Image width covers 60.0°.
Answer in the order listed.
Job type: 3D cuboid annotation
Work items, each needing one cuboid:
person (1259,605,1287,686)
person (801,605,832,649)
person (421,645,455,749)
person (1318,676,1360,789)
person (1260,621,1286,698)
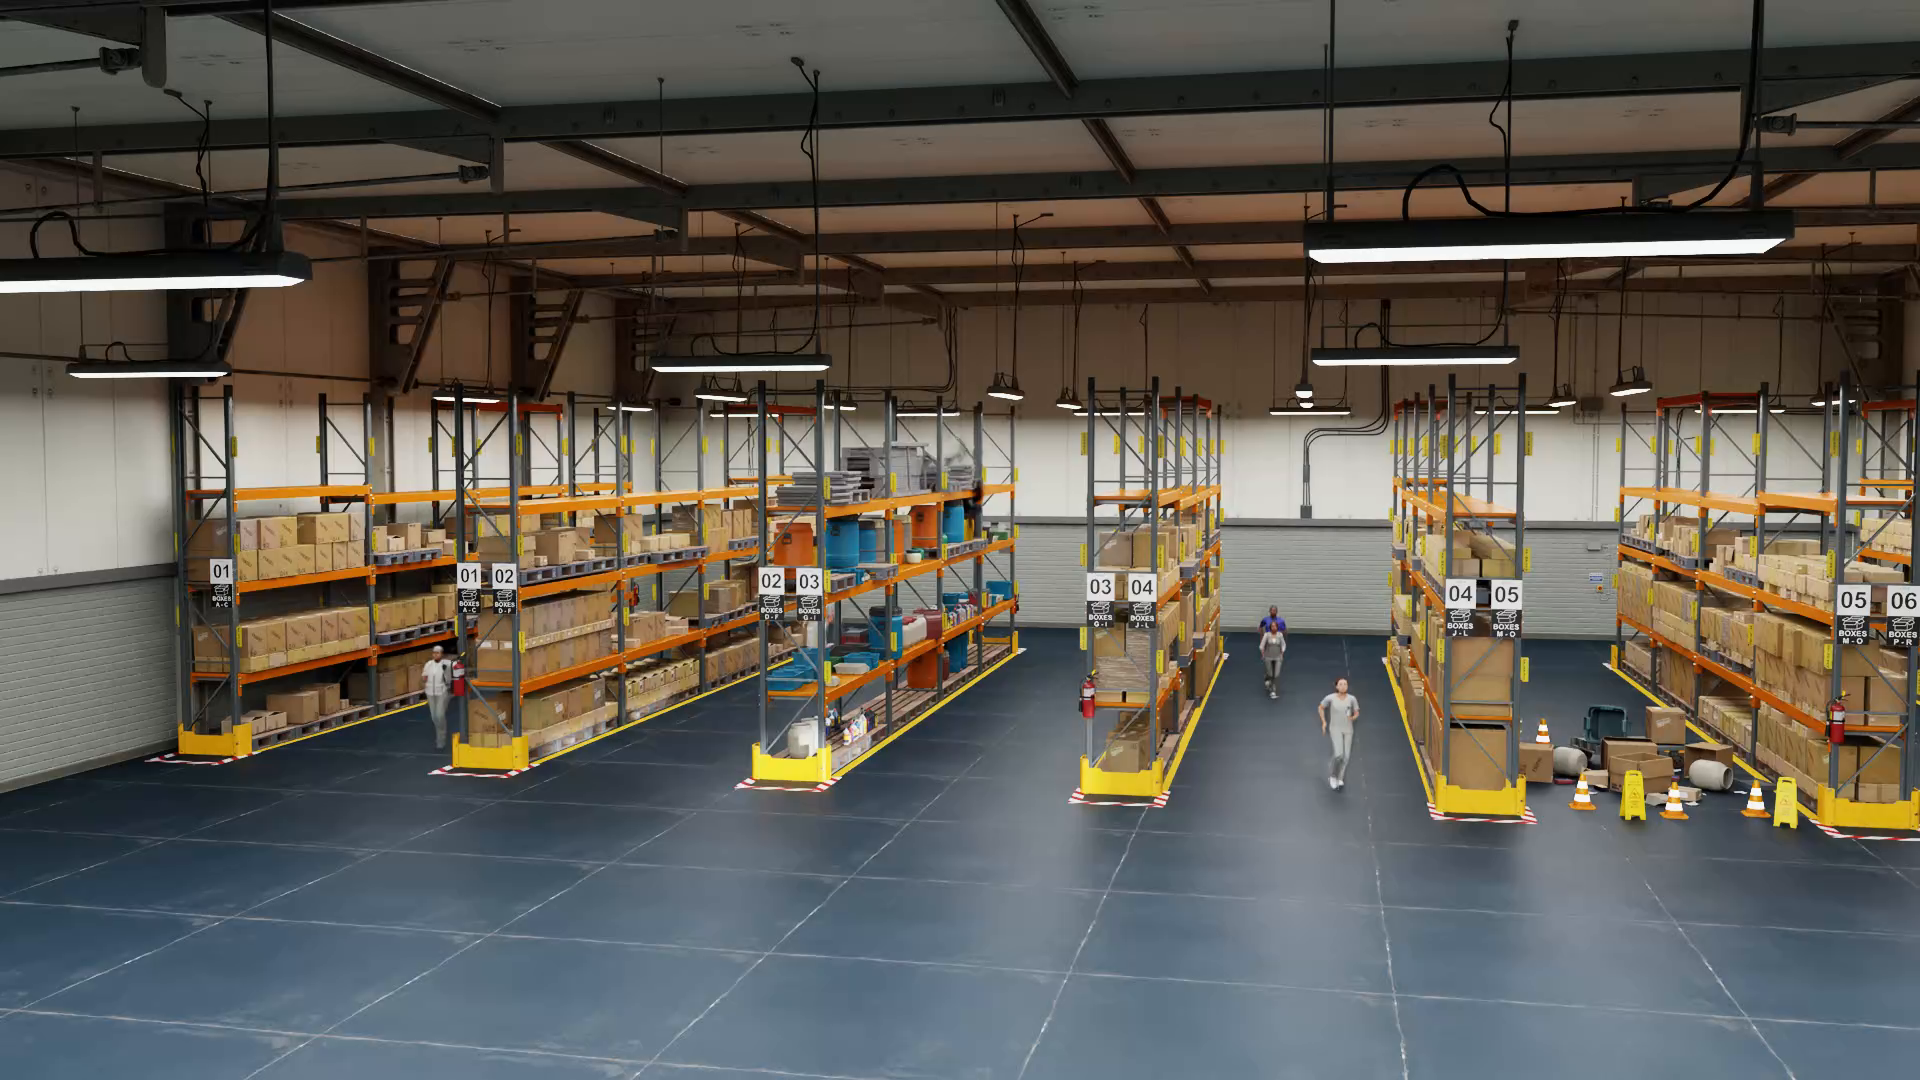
[{"bbox_3d":[6.588,2.195,35.018,0.575,1.644,0.921,0,3,8],"label":"person"},{"bbox_3d":[-2.987,1.911,34.416,0.651,1.752,0.567,0,3,2],"label":"person"},{"bbox_3d":[-8.709,2.619,27.787,0.585,1.719,0.708,0,3,8],"label":"person"},{"bbox_3d":[5.545,2.808,24.216,0.545,1.638,0.641,0,3,-2],"label":"person"},{"bbox_3d":[6.253,2.377,33.246,0.521,1.550,0.577,0,3,3],"label":"person"}]
